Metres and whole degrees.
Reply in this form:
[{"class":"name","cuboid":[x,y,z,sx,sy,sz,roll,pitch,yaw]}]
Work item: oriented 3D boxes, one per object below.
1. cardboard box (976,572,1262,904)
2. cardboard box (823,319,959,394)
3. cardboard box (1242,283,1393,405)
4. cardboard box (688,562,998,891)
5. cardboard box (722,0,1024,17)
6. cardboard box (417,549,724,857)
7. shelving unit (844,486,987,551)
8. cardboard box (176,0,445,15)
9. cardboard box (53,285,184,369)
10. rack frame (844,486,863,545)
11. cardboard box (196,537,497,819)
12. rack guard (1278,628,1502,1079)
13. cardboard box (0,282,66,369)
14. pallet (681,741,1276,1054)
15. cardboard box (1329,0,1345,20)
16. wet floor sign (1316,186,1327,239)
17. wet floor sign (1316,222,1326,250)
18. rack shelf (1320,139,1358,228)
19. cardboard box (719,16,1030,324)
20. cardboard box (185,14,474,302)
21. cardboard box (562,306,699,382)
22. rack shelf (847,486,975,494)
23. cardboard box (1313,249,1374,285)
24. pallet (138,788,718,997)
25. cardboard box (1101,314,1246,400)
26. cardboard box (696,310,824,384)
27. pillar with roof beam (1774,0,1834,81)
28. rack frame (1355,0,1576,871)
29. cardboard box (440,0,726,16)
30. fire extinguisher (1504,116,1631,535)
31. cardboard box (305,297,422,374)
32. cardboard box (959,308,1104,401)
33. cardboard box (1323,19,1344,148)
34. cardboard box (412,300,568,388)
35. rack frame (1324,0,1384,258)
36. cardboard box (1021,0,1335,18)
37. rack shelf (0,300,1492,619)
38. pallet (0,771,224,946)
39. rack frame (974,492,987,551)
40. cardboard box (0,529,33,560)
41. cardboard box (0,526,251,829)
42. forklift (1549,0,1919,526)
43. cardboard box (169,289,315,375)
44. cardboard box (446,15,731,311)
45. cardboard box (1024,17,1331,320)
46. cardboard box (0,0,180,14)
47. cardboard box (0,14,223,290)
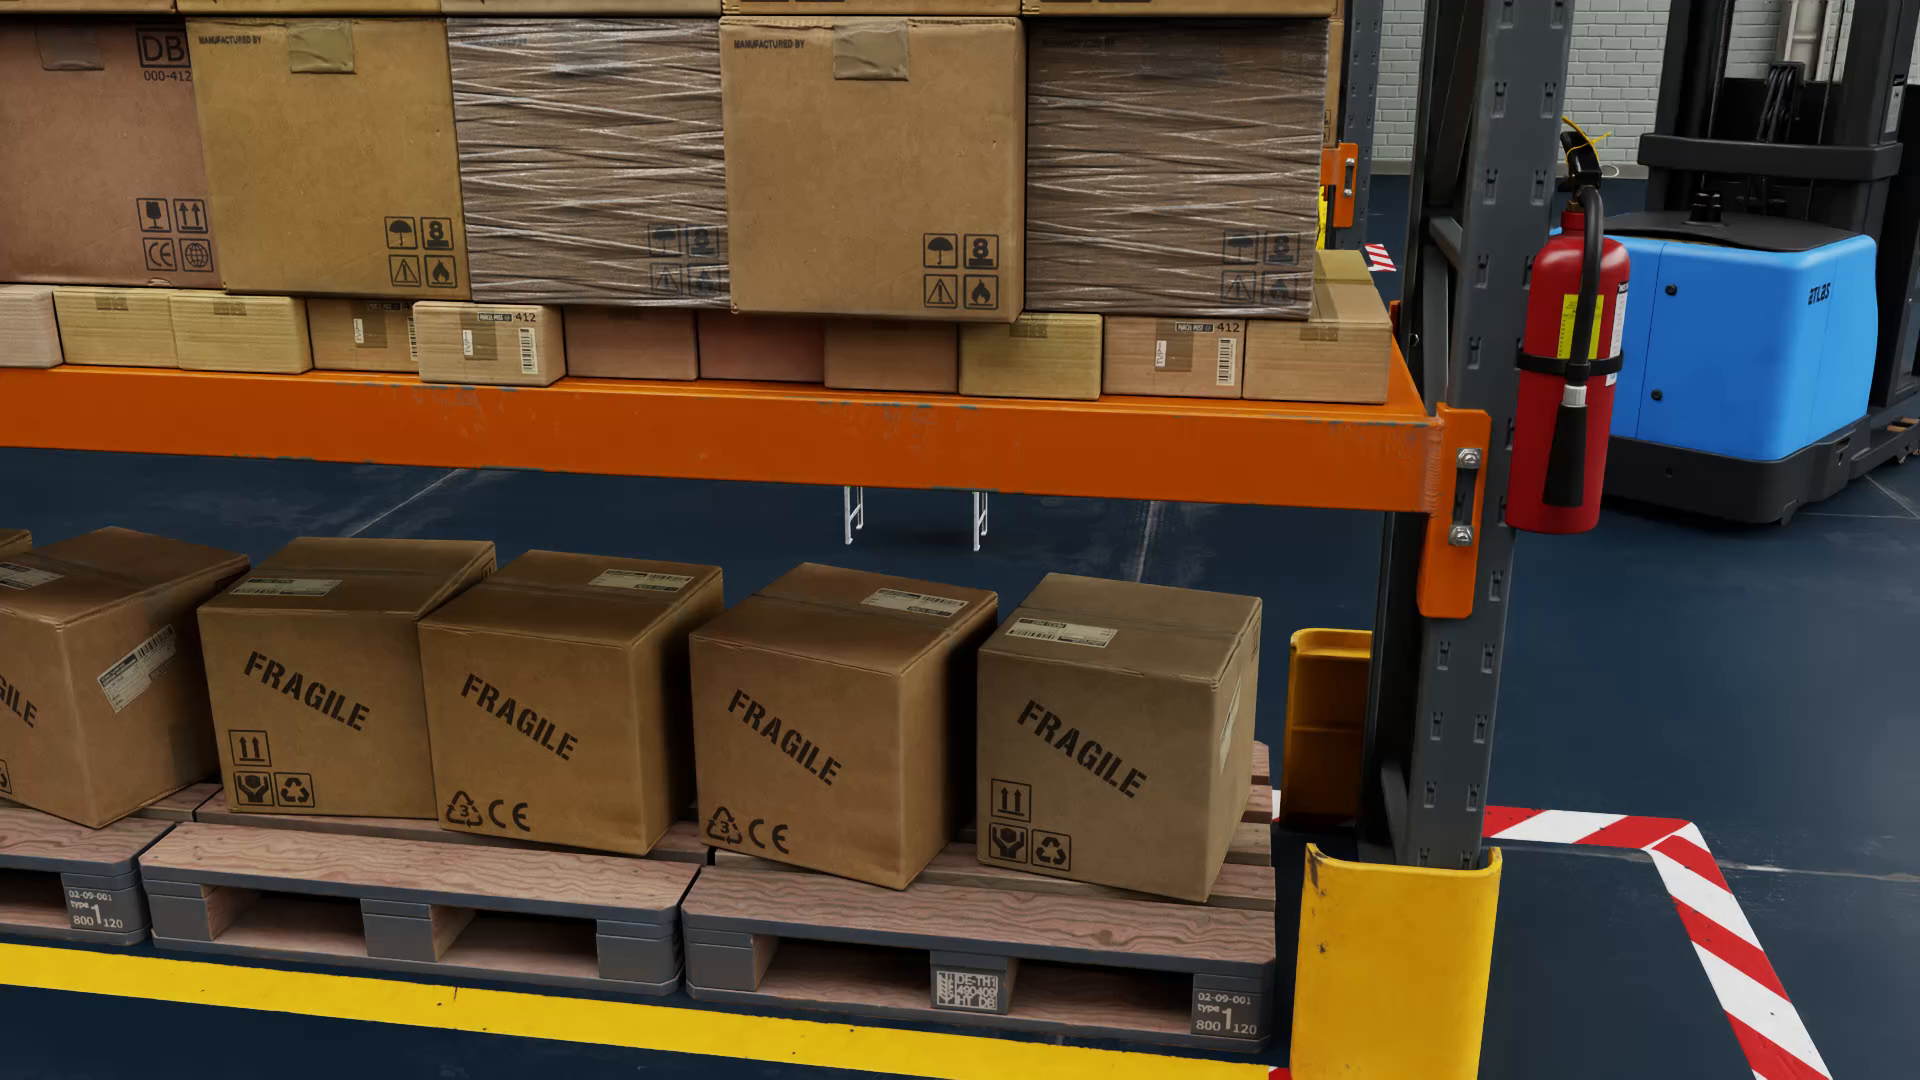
[{"class":"cardboard box","cuboid":[0.352,0.410,3.627,0.500,0.500,0.500,7,20,19]},{"class":"cardboard box","cuboid":[-0.094,-0.396,3.156,0.250,0.149,0.380,3,19,9]},{"class":"cardboard box","cuboid":[0.652,-0.370,3.077,0.250,0.149,0.380,3,19,9]},{"class":"cardboard box","cuboid":[-0.243,0.391,3.685,0.500,0.500,0.500,8,20,23]},{"class":"cardboard box","cuboid":[-0.111,-1.175,2.887,0.500,0.500,0.500,3,19,9]},{"class":"cardboard box","cuboid":[-0.858,0.354,3.796,0.500,0.500,0.500,5,19,14]},{"class":"shelving unit","cuboid":[-0.163,-0.577,6.138,0.503,1.200,0.258,3,19,9]},{"class":"cardboard box","cuboid":[-1.096,-1.229,3.047,0.500,0.500,0.500,3,19,9]},{"class":"cardboard box","cuboid":[-1.581,-0.461,3.350,0.250,0.149,0.380,3,19,9]},{"class":"rack frame","cuboid":[-0.404,-0.590,6.174,0.015,1.200,0.240,3,19,9]},{"class":"cardboard box","cuboid":[-1.402,0.312,3.922,0.500,0.500,0.500,1,19,4]},{"class":"rack guard","cuboid":[0.891,0.642,3.595,0.348,0.500,1.175,3,19,9]},{"class":"cardboard box","cuboid":[-1.834,-0.461,3.348,0.250,0.149,0.380,3,19,9]},{"class":"pallet","cuboid":[0.095,0.727,3.796,1.213,0.211,1.003,3,19,9]},{"class":"cardboard box","cuboid":[1.492,-2.702,7.713,0.550,0.550,0.875,3,19,9]},{"class":"wet floor sign","cuboid":[2.556,-2.183,11.809,0.232,0.644,0.267,10,21,27]},{"class":"wet floor sign","cuboid":[2.195,-1.590,10.039,0.232,0.644,0.267,0,19,-1]},{"class":"rack shelf","cuboid":[-0.122,-1.847,8.231,4.000,0.370,1.077,3,19,9]},{"class":"cardboard box","cuboid":[-0.085,-0.751,3.195,0.500,0.500,0.875,3,19,9]},{"class":"cardboard box","cuboid":[-1.064,-0.819,3.397,0.500,0.500,0.875,3,19,9]},{"class":"cardboard box","cuboid":[-0.585,-0.427,3.249,0.250,0.149,0.380,3,19,9]},{"class":"rack shelf","cuboid":[-0.163,-0.289,6.234,0.480,0.148,0.258,3,19,9]},{"class":"cardboard box","cuboid":[0.723,-0.509,3.493,0.250,0.149,0.380,3,19,9]},{"class":"pallet","cuboid":[-1.106,0.665,3.982,1.213,0.211,1.003,3,19,9]},{"class":"cardboard box","cuboid":[0.405,-0.382,3.115,0.250,0.149,0.380,3,19,9]},{"class":"cardboard box","cuboid":[-0.334,-0.422,3.233,0.250,0.149,0.380,3,19,9]},{"class":"pillar with roof beam","cuboid":[8.018,-6.711,12.178,0.400,9.000,9.100,3,19,9]},{"class":"rack frame","cuboid":[0.966,-0.539,3.187,0.127,3.000,1.000,3,19,9]},{"class":"cardboard box","cuboid":[-0.604,-1.201,2.964,0.500,0.500,0.500,3,19,9]},{"class":"fire extinguisher","cuboid":[1.006,-0.352,2.751,0.183,0.674,0.296,3,19,9]},{"class":"cardboard box","cuboid":[-1.081,-0.447,3.306,0.250,0.149,0.380,3,19,9]},{"class":"cardboard box","cuboid":[0.150,-0.379,3.104,0.250,0.149,0.380,3,19,9]},{"class":"cardboard box","cuboid":[1.479,-2.164,7.806,0.550,0.550,0.875,3,19,9]},{"class":"cardboard box","cuboid":[-0.846,-0.412,3.204,0.250,0.149,0.380,3,19,9]},{"class":"rack frame","cuboid":[1.853,-2.088,7.816,0.127,3.000,1.000,3,19,9]},{"class":"cardboard box","cuboid":[0.384,-1.152,2.817,0.500,0.500,0.500,3,19,9]},{"class":"rack shelf","cuboid":[-1.009,-0.299,3.602,4.000,0.370,1.077,3,19,9]},{"class":"pallet","cuboid":[-2.315,0.605,4.163,1.213,0.211,1.003,3,19,9]},{"class":"rack frame","cuboid":[0.077,-0.565,6.101,0.015,1.200,0.240,3,19,9]},{"class":"cardboard box","cuboid":[-2.595,0.278,4.021,0.500,0.500,0.500,2,19,7]},{"class":"cardboard box","cuboid":[-2.028,0.305,3.942,0.500,0.500,0.500,9,21,26]},{"class":"forklift","cuboid":[3.695,-1.828,7.148,1.130,2.935,3.031,17,25,42]},{"class":"cardboard box","cuboid":[-1.336,-0.445,3.302,0.250,0.149,0.380,3,19,9]},{"class":"cardboard box","cuboid":[-0.572,-0.790,3.311,0.500,0.500,0.875,3,19,9]},{"class":"cardboard box","cuboid":[0.427,-0.764,3.232,0.500,0.500,0.875,3,19,9]},{"class":"cardboard box","cuboid":[-1.592,-1.251,3.112,0.500,0.500,0.500,3,19,9]},{"class":"cardboard box","cuboid":[-1.551,-0.857,3.511,0.500,0.500,0.875,3,19,9]}]
